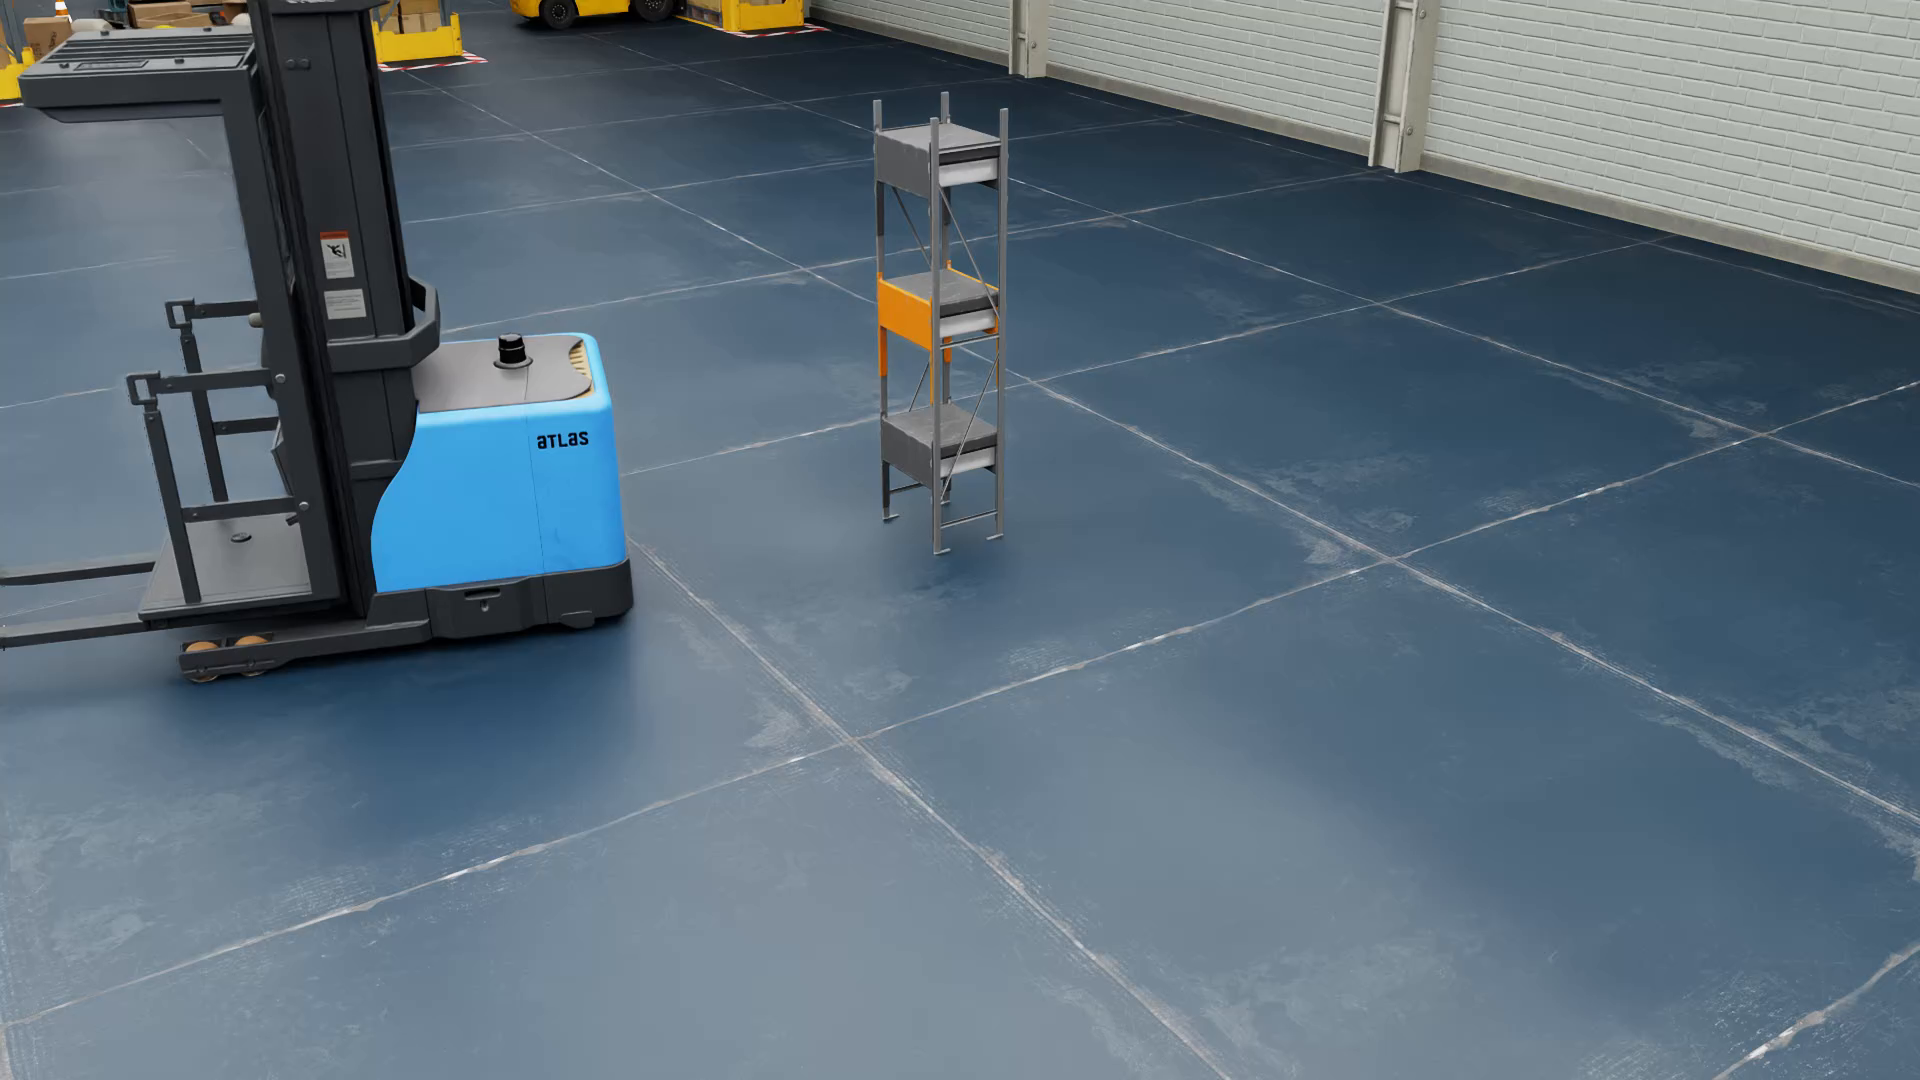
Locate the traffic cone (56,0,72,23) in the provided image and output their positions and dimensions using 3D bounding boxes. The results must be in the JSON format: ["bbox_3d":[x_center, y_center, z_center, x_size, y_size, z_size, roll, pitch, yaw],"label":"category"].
[{"bbox_3d":[-12.719,-7.482,23.556,0.336,0.463,0.334,-16,29,-30],"label":"traffic cone"}]

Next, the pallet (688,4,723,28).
[{"bbox_3d":[-3.272,-7.717,24.350,1.003,0.211,1.213,-16,29,-30],"label":"pallet"}]

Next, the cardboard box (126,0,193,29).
[{"bbox_3d":[-10.574,-6.860,22.032,0.797,0.637,0.503,-16,29,-30],"label":"cardboard box"}]

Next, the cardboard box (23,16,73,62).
[{"bbox_3d":[-11.545,-6.352,21.117,0.500,0.500,0.500,-10,27,-21],"label":"cardboard box"}]

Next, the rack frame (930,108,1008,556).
[{"bbox_3d":[0.043,-0.921,7.742,0.400,2.100,0.015,-16,29,-30],"label":"rack frame"}]

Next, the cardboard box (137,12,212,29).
[{"bbox_3d":[-10.057,-6.466,21.357,0.637,0.503,0.797,7,26,15],"label":"cardboard box"}]

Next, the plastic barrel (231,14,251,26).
[{"bbox_3d":[-9.373,-6.777,22.110,0.512,0.421,0.421,3,25,6],"label":"plastic barrel"}]

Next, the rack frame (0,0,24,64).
[{"bbox_3d":[-11.069,-6.367,18.222,1.000,3.000,0.127,-16,29,-30],"label":"rack frame"}]

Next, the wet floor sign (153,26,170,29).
[{"bbox_3d":[-9.394,-5.753,19.681,0.267,0.644,0.232,-22,33,-38],"label":"wet floor sign"}]

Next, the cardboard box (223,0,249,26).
[{"bbox_3d":[-9.715,-7.157,22.823,0.500,0.500,0.500,3,25,6],"label":"cardboard box"}]

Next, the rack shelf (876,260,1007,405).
[{"bbox_3d":[-0.090,-0.996,7.933,0.431,0.518,0.480,-16,29,-30],"label":"rack shelf"}]

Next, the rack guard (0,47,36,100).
[{"bbox_3d":[-11.056,-5.228,18.738,1.175,0.500,0.348,-16,29,-30],"label":"rack guard"}]

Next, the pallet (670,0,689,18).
[{"bbox_3d":[-3.934,-8.153,25.273,1.003,0.211,1.213,-16,29,-30],"label":"pallet"}]

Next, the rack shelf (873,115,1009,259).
[{"bbox_3d":[-0.090,-1.629,7.634,0.431,0.518,0.480,-16,29,-30],"label":"rack shelf"}]

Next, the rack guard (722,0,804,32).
[{"bbox_3d":[-2.807,-7.575,23.711,1.175,0.500,0.348,-16,29,-30],"label":"rack guard"}]

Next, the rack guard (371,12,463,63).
[{"bbox_3d":[-7.018,-6.453,21.334,1.175,0.500,0.348,-16,29,-30],"label":"rack guard"}]

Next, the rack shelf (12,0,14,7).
[{"bbox_3d":[-12.160,-6.757,19.891,1.077,0.370,4.000,-16,29,-30],"label":"rack shelf"}]

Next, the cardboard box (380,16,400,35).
[{"bbox_3d":[-7.656,-6.738,21.738,0.500,0.250,0.500,-16,29,-30],"label":"cardboard box"}]

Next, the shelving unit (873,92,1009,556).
[{"bbox_3d":[-0.090,-1.009,7.927,0.431,2.100,0.503,-16,29,-30],"label":"shelving unit"}]

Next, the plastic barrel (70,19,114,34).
[{"bbox_3d":[-11.348,-6.584,21.701,0.512,0.421,0.421,3,25,6],"label":"plastic barrel"}]

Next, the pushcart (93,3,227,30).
[{"bbox_3d":[-11.043,-7.252,23.170,0.936,0.377,1.648,18,31,33],"label":"pushcart"}]

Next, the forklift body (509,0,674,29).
[{"bbox_3d":[-5.383,-8.584,23.913,2.313,2.155,1.214,-16,29,-30],"label":"forklift body"}]

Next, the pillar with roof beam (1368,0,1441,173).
[{"bbox_3d":[0.499,-6.591,11.670,9.100,9.000,0.400,-16,29,-30],"label":"pillar with roof beam"}]

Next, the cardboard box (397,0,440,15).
[{"bbox_3d":[-7.199,-7.203,21.845,0.500,0.500,0.500,-17,30,-31],"label":"cardboard box"}]

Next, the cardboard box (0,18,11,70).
[{"bbox_3d":[-11.494,-5.823,19.068,0.875,0.875,0.875,-15,29,-29],"label":"cardboard box"}]

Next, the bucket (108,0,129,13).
[{"bbox_3d":[-11.246,-7.493,22.663,0.726,0.611,0.620,-6,16,-12],"label":"bucket"}]

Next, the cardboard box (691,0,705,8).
[{"bbox_3d":[-3.604,-7.935,24.275,0.500,0.250,0.500,-16,29,-30],"label":"cardboard box"}]

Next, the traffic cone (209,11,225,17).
[{"bbox_3d":[-11.010,-7.957,24.563,0.336,0.463,0.334,-16,29,-30],"label":"traffic cone"}]

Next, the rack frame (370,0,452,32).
[{"bbox_3d":[-6.976,-7.556,20.743,1.000,3.000,0.127,-16,29,-30],"label":"rack frame"}]

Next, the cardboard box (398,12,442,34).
[{"bbox_3d":[-7.185,-6.856,21.988,0.500,0.250,0.500,-16,30,-30],"label":"cardboard box"}]

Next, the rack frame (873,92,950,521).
[{"bbox_3d":[-0.224,-1.096,8.112,0.400,2.100,0.015,-16,29,-30],"label":"rack frame"}]

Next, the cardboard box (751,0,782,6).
[{"bbox_3d":[-2.924,-7.882,24.162,0.500,0.250,0.500,-15,29,-29],"label":"cardboard box"}]

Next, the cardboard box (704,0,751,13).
[{"bbox_3d":[-3.341,-7.755,23.893,0.500,0.250,0.500,-15,29,-29],"label":"cardboard box"}]

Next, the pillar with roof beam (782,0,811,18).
[{"bbox_3d":[-6.052,-10.883,20.762,9.100,9.000,0.400,-16,29,-30],"label":"pillar with roof beam"}]

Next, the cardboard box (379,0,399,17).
[{"bbox_3d":[-7.632,-7.068,21.558,0.500,0.500,0.500,-15,29,-29],"label":"cardboard box"}]

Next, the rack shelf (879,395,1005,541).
[{"bbox_3d":[-0.090,-0.363,8.232,0.431,0.518,0.480,-16,29,-30],"label":"rack shelf"}]

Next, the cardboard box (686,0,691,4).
[{"bbox_3d":[-3.870,-8.116,24.658,0.500,0.250,0.500,-15,29,-29],"label":"cardboard box"}]

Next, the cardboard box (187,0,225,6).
[{"bbox_3d":[-10.635,-7.773,23.244,0.500,0.500,0.500,-16,29,-30],"label":"cardboard box"}]

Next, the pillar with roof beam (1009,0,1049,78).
[{"bbox_3d":[-2.776,-8.737,16.216,9.100,9.000,0.400,-16,29,-30],"label":"pillar with roof beam"}]

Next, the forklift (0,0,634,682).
[{"bbox_3d":[-3.041,-0.979,6.890,3.031,2.935,1.130,-7,26,-14],"label":"forklift"}]
